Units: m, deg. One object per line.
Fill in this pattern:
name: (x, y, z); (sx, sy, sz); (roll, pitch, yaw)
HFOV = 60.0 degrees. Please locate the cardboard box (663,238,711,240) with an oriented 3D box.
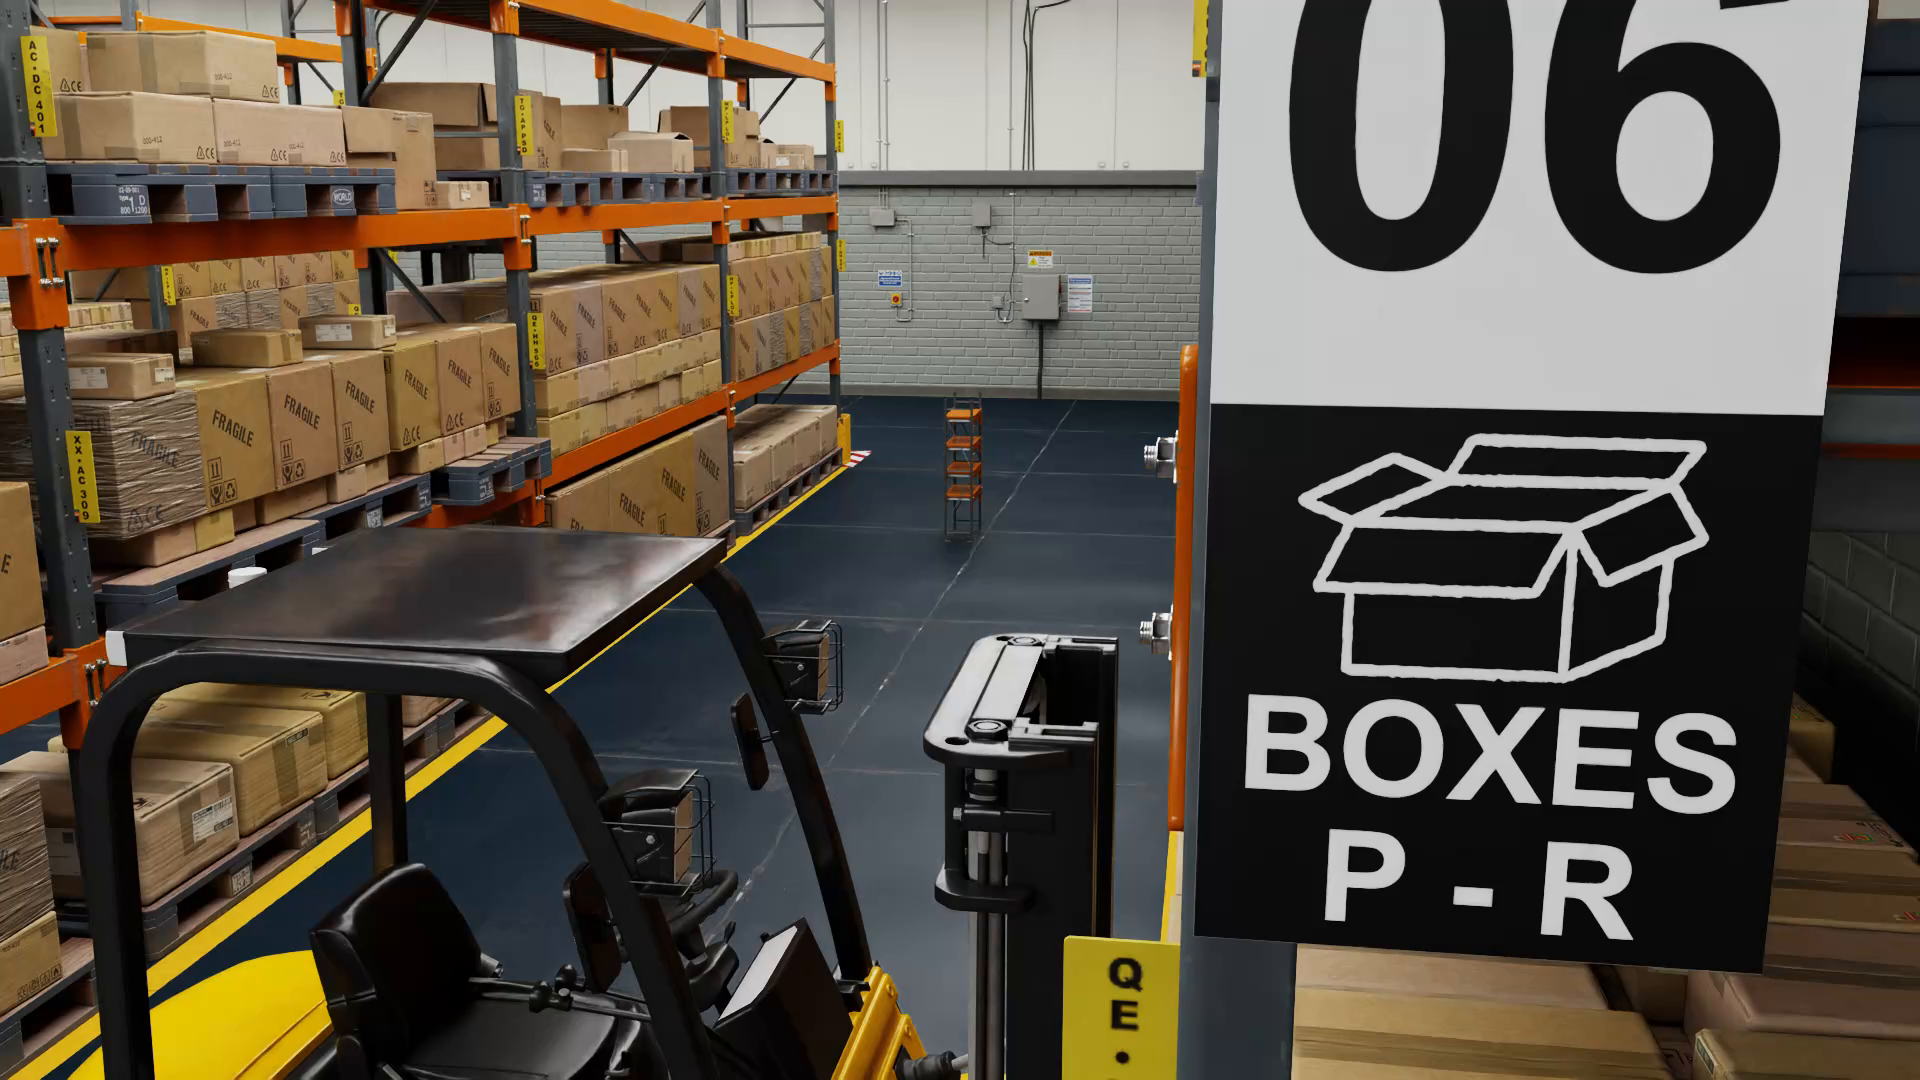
cardboard box: (-2.440, -2.618, 14.871); (0.380, 0.149, 0.250); (2, 12, 8)

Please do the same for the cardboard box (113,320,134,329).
cardboard box: (-7.166, -1.757, 13.921); (0.380, 0.149, 0.250); (2, 12, 10)

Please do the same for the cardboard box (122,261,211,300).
cardboard box: (-6.990, -2.388, 14.636); (0.500, 0.500, 0.500); (2, 12, 10)

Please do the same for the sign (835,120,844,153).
sign: (-1.244, -4.152, 17.105); (0.100, 0.325, 0.005); (2, 12, 9)

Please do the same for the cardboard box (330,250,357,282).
cardboard box: (-6.587, -2.926, 17.132); (0.500, 0.500, 0.500); (1, 12, 7)

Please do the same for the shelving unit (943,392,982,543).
shelving unit: (0.025, -0.621, 14.027); (0.258, 1.200, 0.503); (2, 12, 9)

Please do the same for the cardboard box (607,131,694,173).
cardboard box: (-2.321, -2.917, 12.504); (0.500, 0.311, 0.500); (2, 12, 9)

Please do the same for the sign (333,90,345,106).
sign: (-3.556, -2.424, 9.586); (0.100, 0.325, 0.005); (2, 12, 9)

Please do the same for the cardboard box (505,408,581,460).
cardboard box: (-2.685, -0.667, 10.324); (0.500, 0.250, 0.500); (2, 12, 8)

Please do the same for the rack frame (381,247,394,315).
rack frame: (-6.685, -2.451, 18.248); (1.000, 3.000, 0.127); (2, 12, 9)

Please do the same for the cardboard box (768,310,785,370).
cardboard box: (-1.898, -1.825, 15.106); (0.500, 0.500, 0.500); (2, 12, 9)

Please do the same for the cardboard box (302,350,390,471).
cardboard box: (-3.034, -0.616, 7.791); (0.500, 0.500, 0.500); (1, 12, 6)

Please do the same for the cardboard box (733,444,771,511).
cardboard box: (-2.191, -0.559, 14.553); (0.875, 0.438, 0.875); (2, 12, 8)

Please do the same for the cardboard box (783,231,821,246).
cardboard box: (-1.635, -3.085, 17.040); (0.380, 0.149, 0.250); (2, 12, 9)

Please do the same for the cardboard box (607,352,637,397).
cardboard box: (-2.517, -1.126, 11.268); (0.500, 0.250, 0.500); (2, 12, 8)

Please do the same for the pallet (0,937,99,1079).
pallet: (-3.692, 1.690, 5.650); (1.003, 0.211, 1.213); (2, 12, 9)

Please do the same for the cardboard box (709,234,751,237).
cardboard box: (-2.240, -2.883, 16.099); (0.380, 0.149, 0.250); (2, 12, 9)

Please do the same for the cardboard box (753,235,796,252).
cardboard box: (-1.777, -2.818, 15.799); (0.380, 0.149, 0.250); (2, 12, 10)

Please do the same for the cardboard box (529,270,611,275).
cardboard box: (-2.875, -1.724, 12.260); (0.500, 0.500, 0.500); (2, 12, 7)

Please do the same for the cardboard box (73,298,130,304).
cardboard box: (-7.505, -1.923, 14.852); (0.500, 0.500, 0.500); (2, 12, 9)

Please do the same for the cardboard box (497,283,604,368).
cardboard box: (-2.624, -1.383, 10.678); (0.500, 0.500, 0.500); (2, 12, 9)

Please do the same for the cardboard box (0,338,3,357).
cardboard box: (-7.408, -1.432, 12.413); (0.380, 0.149, 0.250); (2, 12, 11)

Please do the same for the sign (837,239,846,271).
sign: (-1.244, -2.973, 17.359); (0.100, 0.325, 0.005); (2, 12, 9)

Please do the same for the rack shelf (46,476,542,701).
rack shelf: (-3.316, 0.121, 8.018); (1.077, 0.370, 4.000); (2, 12, 9)

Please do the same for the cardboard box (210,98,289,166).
cardboard box: (-3.061, -1.626, 6.660); (0.500, 0.250, 0.500); (2, 12, 8)

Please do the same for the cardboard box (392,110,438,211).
cardboard box: (-3.164, -1.965, 8.633); (0.700, 0.500, 0.500); (2, 12, 9)

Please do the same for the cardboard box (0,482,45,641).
cardboard box: (-3.446, 0.092, 5.501); (0.500, 0.500, 0.500); (2, 12, 7)

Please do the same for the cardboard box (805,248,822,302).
cardboard box: (-1.668, -2.632, 16.474); (0.500, 0.500, 0.500); (2, 12, 9)

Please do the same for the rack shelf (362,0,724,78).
rack shelf: (-2.701, -3.448, 11.291); (1.077, 0.370, 4.000); (2, 12, 9)

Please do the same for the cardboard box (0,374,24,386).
cardboard box: (-3.704, -0.420, 6.884); (0.500, 0.500, 0.500); (2, 12, 9)

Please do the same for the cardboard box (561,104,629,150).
cardboard box: (-2.815, -3.026, 12.559); (0.500, 0.500, 0.500); (2, 12, 8)

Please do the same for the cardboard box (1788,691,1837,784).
cardboard box: (1.236, 0.337, 2.824); (0.380, 0.149, 0.250); (2, 12, 7)

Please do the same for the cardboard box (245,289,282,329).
cardboard box: (-6.793, -2.115, 15.743); (0.500, 0.500, 0.500); (2, 12, 7)

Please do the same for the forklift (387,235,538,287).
forklift: (-4.666, -1.865, 15.692); (1.130, 2.935, 3.031); (3, 13, 14)

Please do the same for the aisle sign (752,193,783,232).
aisle sign: (-2.054, -3.607, 17.440); (0.394, 0.787, 0.004); (2, 12, 9)

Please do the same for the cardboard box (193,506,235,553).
cardboard box: (-3.179, -0.053, 6.718); (0.380, 0.149, 0.250); (2, 12, 10)

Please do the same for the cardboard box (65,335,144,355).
cardboard box: (-3.683, -0.778, 7.003); (0.380, 0.149, 0.250); (2, 12, 7)

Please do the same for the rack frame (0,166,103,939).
rack frame: (-3.624, 0.186, 6.010); (1.000, 3.000, 0.127); (2, 12, 9)

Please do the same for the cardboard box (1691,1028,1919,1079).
cardboard box: (0.929, 0.604, 1.586); (0.380, 0.149, 0.250); (2, 12, 8)

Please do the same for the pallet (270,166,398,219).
pallet: (-3.267, -1.530, 7.296); (1.213, 0.211, 1.003); (2, 12, 9)

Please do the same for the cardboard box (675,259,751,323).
cardboard box: (-2.081, -2.108, 14.045); (0.500, 0.500, 0.500); (2, 12, 9)

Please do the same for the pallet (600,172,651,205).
pallet: (-2.793, -2.389, 11.288); (1.003, 0.211, 1.213); (2, 12, 11)

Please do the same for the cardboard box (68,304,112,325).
cardboard box: (-7.209, -1.846, 13.627); (0.380, 0.149, 0.250); (2, 12, 7)

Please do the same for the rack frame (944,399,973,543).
rack frame: (-0.012, -0.570, 13.791); (0.240, 1.200, 0.015); (2, 12, 9)

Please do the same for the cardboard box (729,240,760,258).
cardboard box: (-1.968, -2.550, 14.553); (0.380, 0.149, 0.250); (2, 12, 8)

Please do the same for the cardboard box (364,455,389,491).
cardboard box: (-2.986, -0.328, 7.995); (0.380, 0.149, 0.250); (1, 12, 7)

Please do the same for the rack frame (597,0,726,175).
rack frame: (-2.393, -4.412, 13.105); (1.000, 3.000, 0.127); (2, 12, 9)

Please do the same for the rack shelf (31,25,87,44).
rack shelf: (-7.608, -3.588, 11.938); (1.077, 0.370, 4.000); (2, 12, 9)

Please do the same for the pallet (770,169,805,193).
pallet: (-2.067, -3.325, 15.394); (1.003, 0.211, 1.213); (2, 12, 9)

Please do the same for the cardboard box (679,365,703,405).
cardboard box: (-2.293, -1.198, 12.790); (0.500, 0.250, 0.500); (2, 12, 8)

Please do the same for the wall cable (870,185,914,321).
wall cable: (-0.934, -3.998, 22.941); (0.585, 1.953, 0.123); (2, 12, 9)

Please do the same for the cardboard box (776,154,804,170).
cardboard box: (-1.744, -3.723, 16.392); (0.380, 0.149, 0.250); (1, 12, 4)

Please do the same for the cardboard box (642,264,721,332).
cardboard box: (-2.214, -1.916, 13.152); (0.500, 0.500, 0.500); (2, 12, 10)

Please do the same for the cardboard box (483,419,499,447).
cardboard box: (-2.796, -0.595, 9.234); (0.380, 0.149, 0.250); (2, 12, 10)

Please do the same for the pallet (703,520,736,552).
pallet: (-2.437, 0.047, 13.274); (1.003, 0.211, 1.213); (2, 12, 9)
